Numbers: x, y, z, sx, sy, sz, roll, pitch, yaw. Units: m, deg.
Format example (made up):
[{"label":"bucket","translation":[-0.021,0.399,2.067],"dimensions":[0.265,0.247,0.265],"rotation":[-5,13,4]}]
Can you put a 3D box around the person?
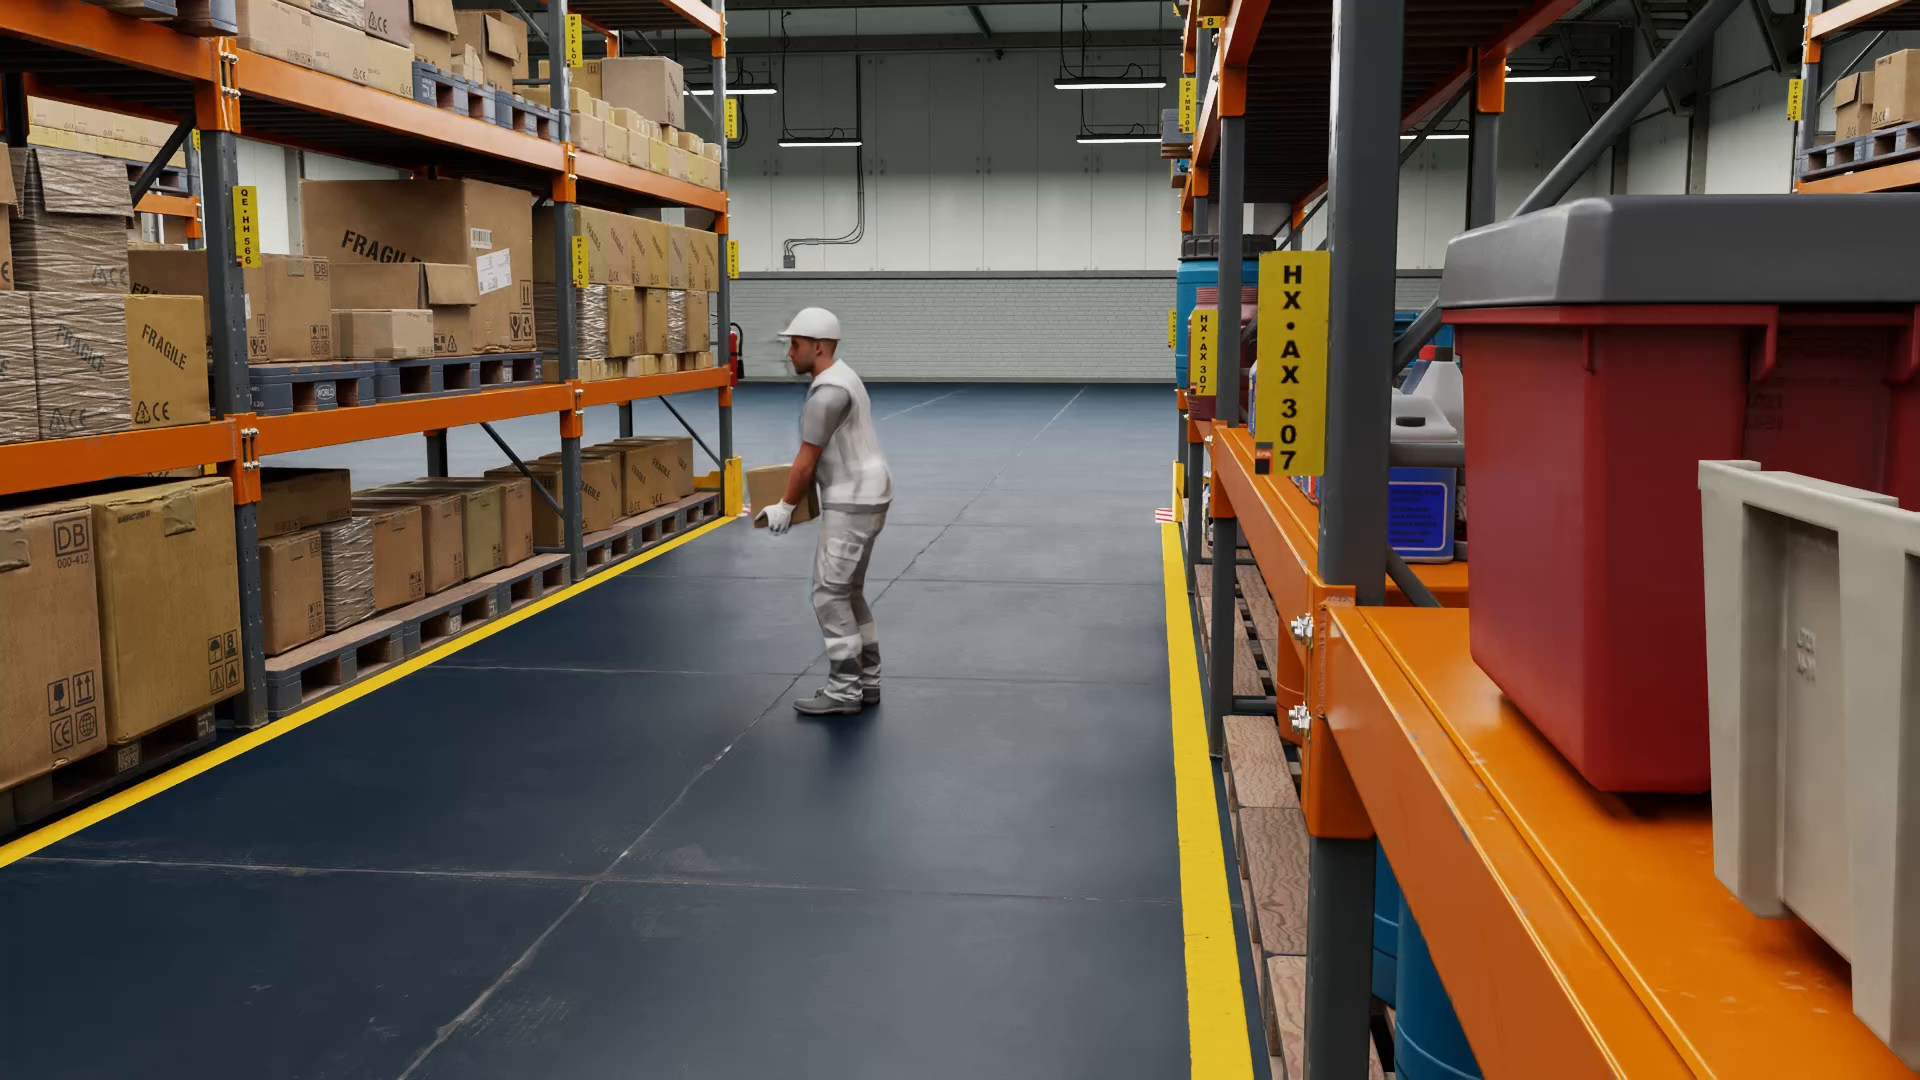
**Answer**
[{"label":"person","translation":[-0.583,-0.126,7.256],"dimensions":[0.582,1.760,0.491],"rotation":[1,8,5]}]
